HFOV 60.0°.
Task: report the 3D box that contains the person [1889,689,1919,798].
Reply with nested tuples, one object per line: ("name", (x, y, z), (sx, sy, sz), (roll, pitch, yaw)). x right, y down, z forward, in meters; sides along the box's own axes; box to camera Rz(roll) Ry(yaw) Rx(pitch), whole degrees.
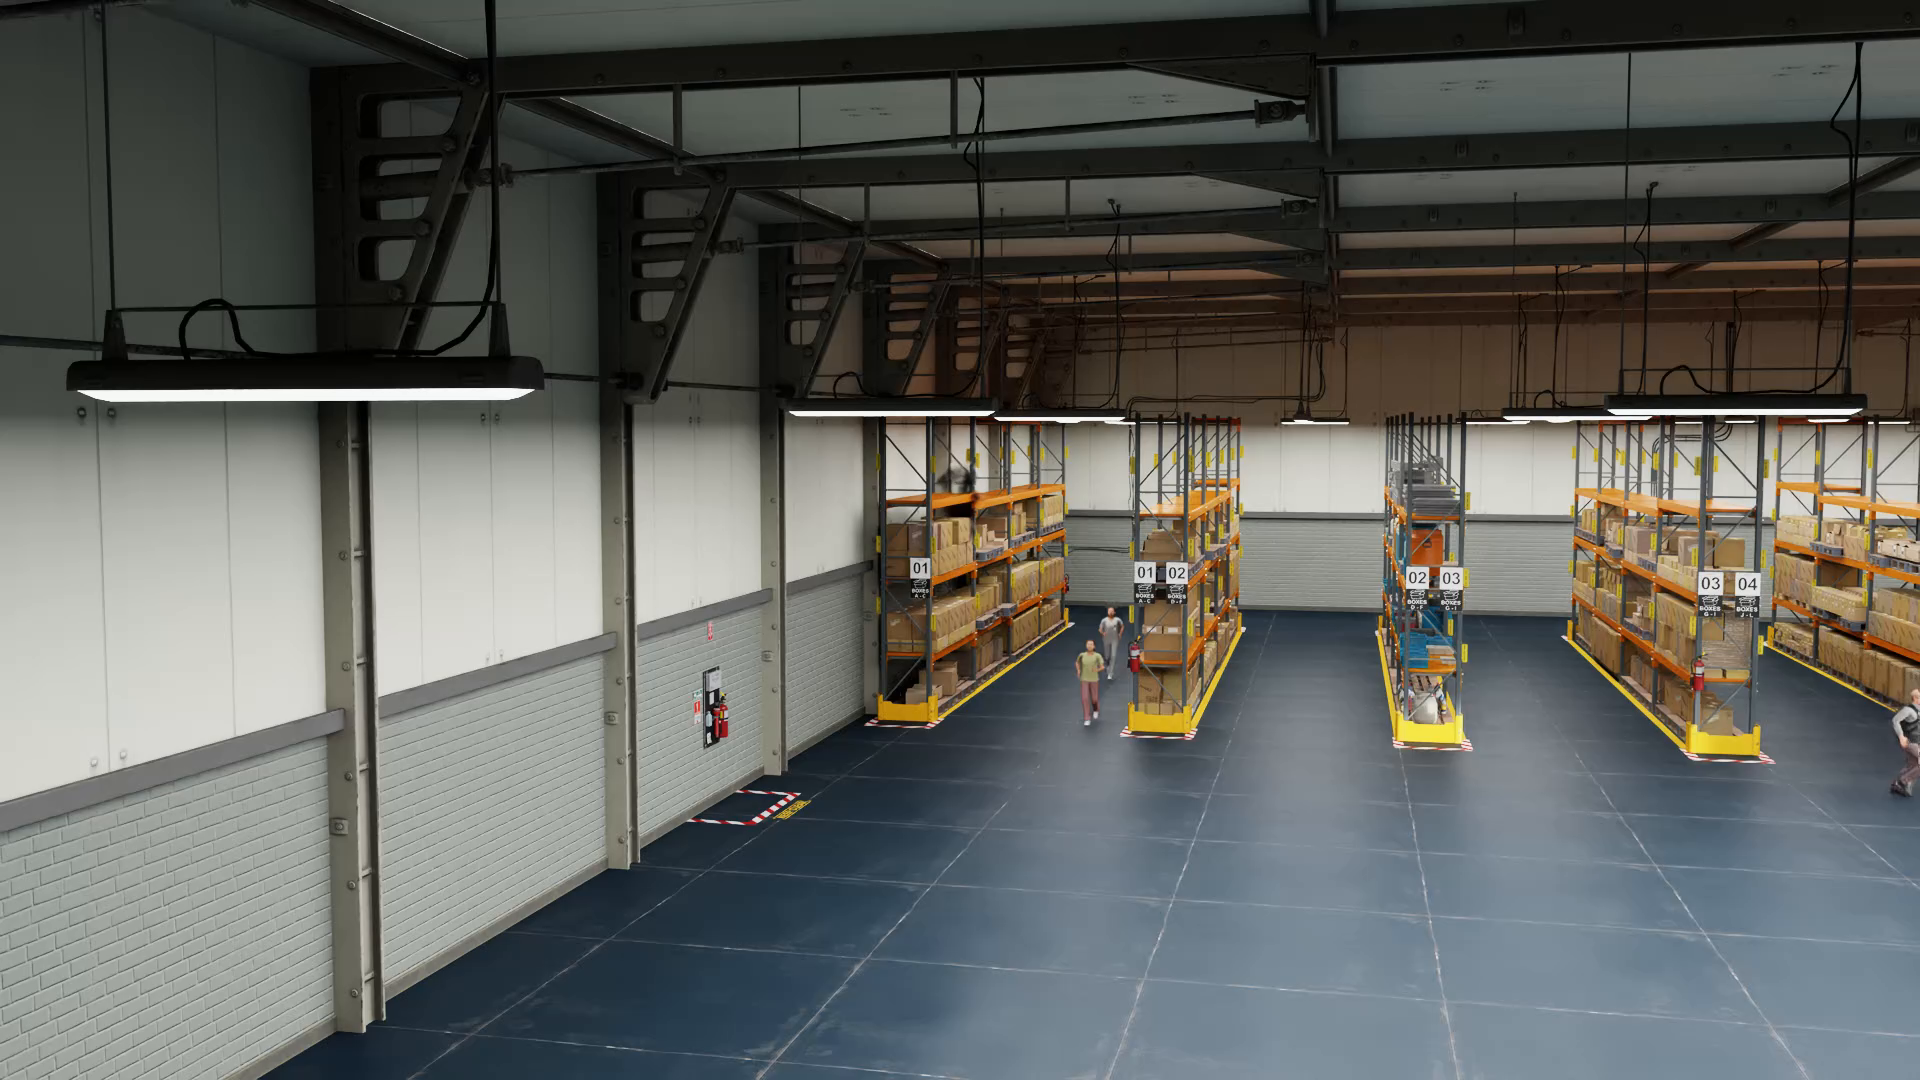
("person", (14.706, 3.135, 25.574), (0.630, 1.675, 0.733), (-4, 5, -42))

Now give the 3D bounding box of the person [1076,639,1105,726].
("person", (2.493, 2.726, 32.066), (0.588, 1.635, 0.825), (1, 4, 12))

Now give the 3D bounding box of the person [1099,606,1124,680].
("person", (3.445, 2.323, 37.868), (0.570, 1.645, 0.924), (0, 4, 7))
